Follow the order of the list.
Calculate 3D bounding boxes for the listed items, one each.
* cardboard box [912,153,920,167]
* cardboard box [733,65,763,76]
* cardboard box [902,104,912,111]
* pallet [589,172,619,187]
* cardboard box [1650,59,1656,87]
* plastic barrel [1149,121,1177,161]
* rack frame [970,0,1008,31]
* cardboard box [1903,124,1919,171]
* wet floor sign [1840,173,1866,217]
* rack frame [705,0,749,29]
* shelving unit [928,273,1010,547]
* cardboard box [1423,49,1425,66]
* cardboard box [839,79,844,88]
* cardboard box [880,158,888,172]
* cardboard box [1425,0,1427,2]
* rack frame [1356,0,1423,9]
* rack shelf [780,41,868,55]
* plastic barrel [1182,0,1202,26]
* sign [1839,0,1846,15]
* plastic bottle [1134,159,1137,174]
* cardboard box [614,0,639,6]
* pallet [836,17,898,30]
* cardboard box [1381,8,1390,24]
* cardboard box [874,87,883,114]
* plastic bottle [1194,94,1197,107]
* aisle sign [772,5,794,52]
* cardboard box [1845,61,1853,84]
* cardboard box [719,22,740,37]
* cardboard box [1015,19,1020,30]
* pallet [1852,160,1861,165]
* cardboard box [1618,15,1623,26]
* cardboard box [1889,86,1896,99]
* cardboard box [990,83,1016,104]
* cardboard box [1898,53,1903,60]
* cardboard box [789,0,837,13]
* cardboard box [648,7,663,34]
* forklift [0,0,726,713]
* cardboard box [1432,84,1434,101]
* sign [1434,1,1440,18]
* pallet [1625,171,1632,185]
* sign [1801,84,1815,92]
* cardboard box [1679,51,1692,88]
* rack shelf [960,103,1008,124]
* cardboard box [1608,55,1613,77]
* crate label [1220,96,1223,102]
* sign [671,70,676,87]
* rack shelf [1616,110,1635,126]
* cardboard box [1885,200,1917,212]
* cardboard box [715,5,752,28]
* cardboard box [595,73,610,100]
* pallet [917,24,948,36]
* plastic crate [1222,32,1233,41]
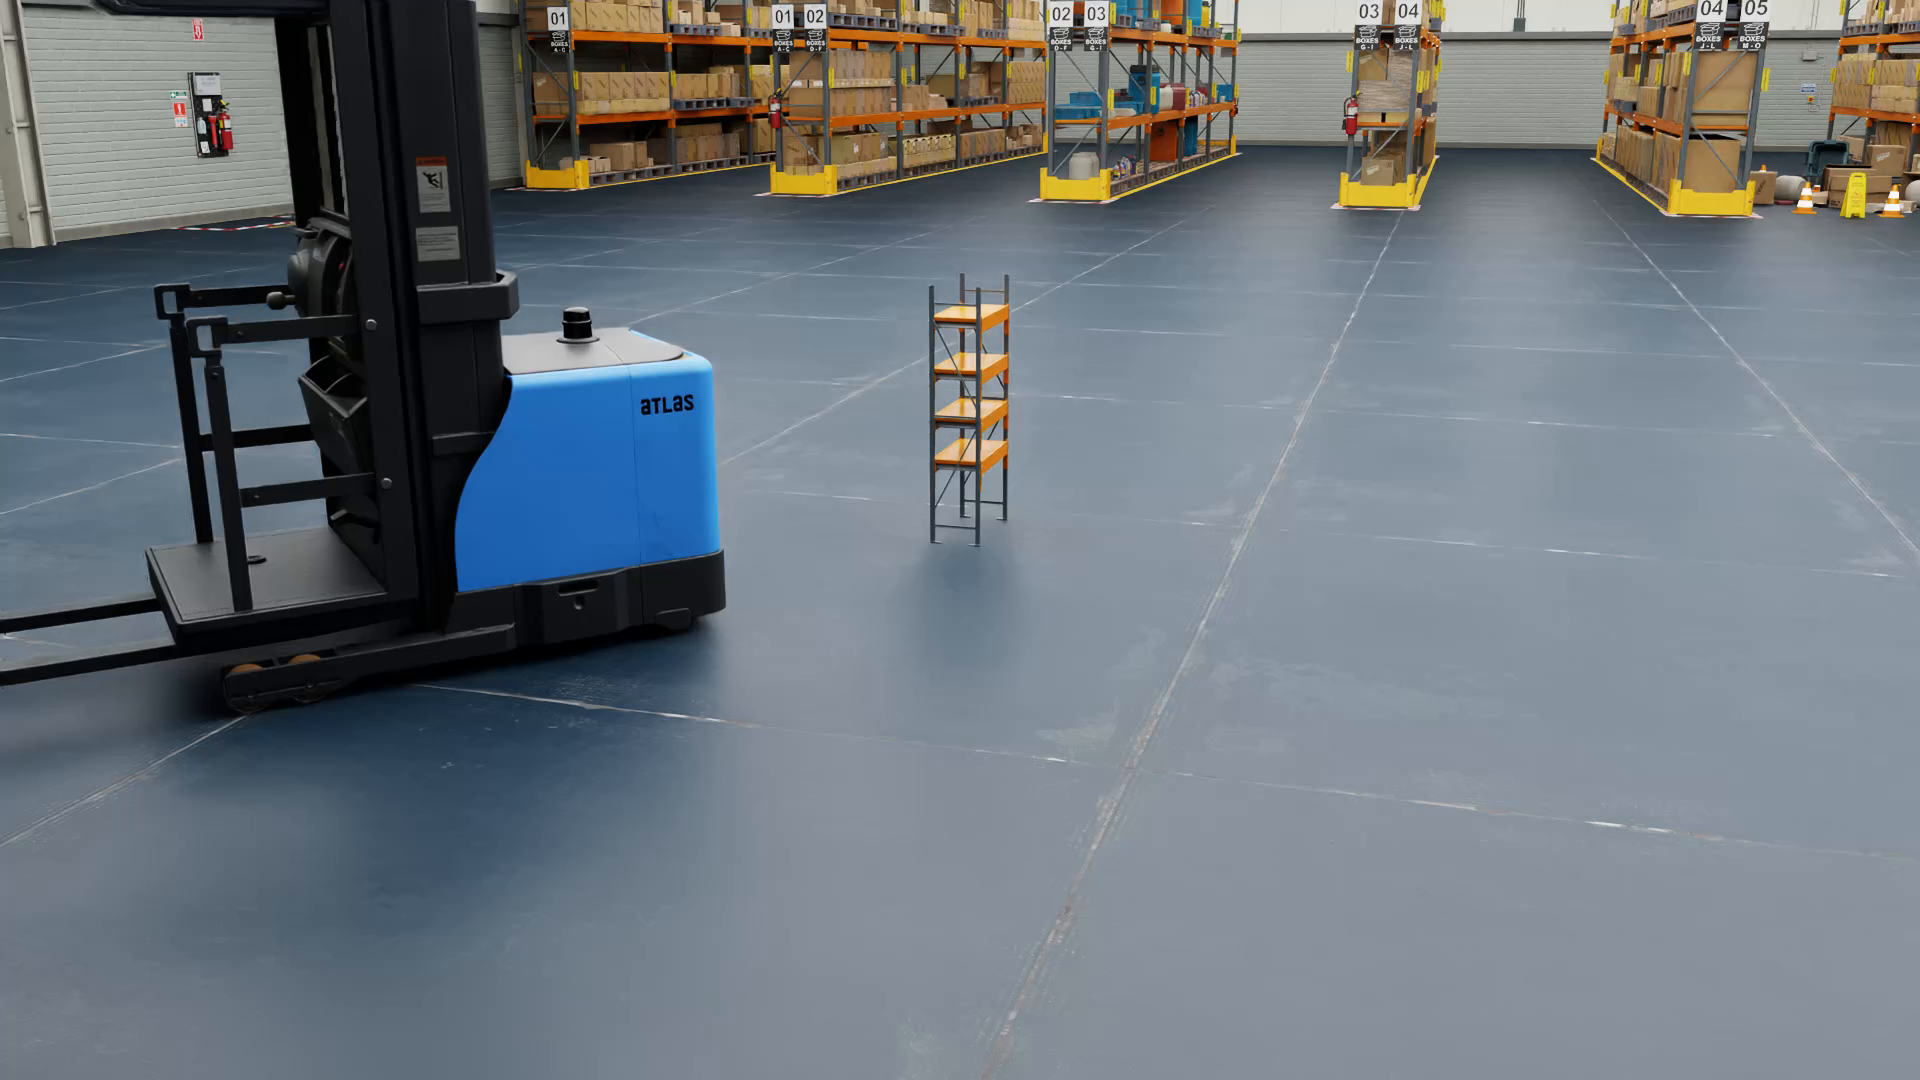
[{"bbox_3d":[-1.134,-7.765,33.977,0.500,0.250,0.500,5,17,17],"label":"cardboard box"},{"bbox_3d":[-4.862,-10.763,38.139,0.500,0.250,0.500,5,17,17],"label":"cardboard box"},{"bbox_3d":[-1.185,-8.761,33.679,0.380,0.149,0.250,5,16,16],"label":"cardboard box"},{"bbox_3d":[-7.233,-6.890,31.735,1.003,0.211,1.213,5,16,16],"label":"pallet"},{"bbox_3d":[13.448,-8.812,31.383,0.700,0.500,0.500,4,16,15],"label":"cardboard box"},{"bbox_3d":[4.375,-8.614,35.910,0.600,0.830,0.708,5,16,16],"label":"plastic barrel"},{"bbox_3d":[0.641,-13.645,39.444,1.000,3.000,0.127,5,16,16],"label":"rack frame"},{"bbox_3d":[18.778,-7.528,31.999,0.875,0.875,0.875,4,16,15],"label":"cardboard box"},{"bbox_3d":[13.345,-5.145,24.786,0.267,0.644,0.232,2,16,6],"label":"wet floor sign"},{"bbox_3d":[-5.246,-12.981,37.105,1.000,3.000,0.127,5,16,16],"label":"rack frame"},{"bbox_3d":[0.047,-0.621,7.818,0.258,1.200,0.503,5,16,16],"label":"shelving unit"},{"bbox_3d":[7.571,-8.037,28.108,0.500,0.500,0.500,5,16,16],"label":"cardboard box"},{"bbox_3d":[-2.307,-8.200,29.869,0.380,0.149,0.250,5,16,16],"label":"cardboard box"},{"bbox_3d":[-1.706,-7.276,32.255,0.500,0.250,0.500,5,16,16],"label":"cardboard box"},{"bbox_3d":[7.408,-9.092,27.246,0.500,0.500,0.500,5,16,16],"label":"cardboard box"},{"bbox_3d":[6.728,-9.736,25.663,1.000,3.000,0.127,5,16,16],"label":"rack frame"},{"bbox_3d":[-3.541,-12.762,43.147,1.077,0.370,4.000,5,16,16],"label":"rack shelf"},{"bbox_3d":[5.051,-11.801,36.754,0.600,0.901,0.708,5,16,16],"label":"plastic barrel"},{"bbox_3d":[20.246,-12.214,38.149,0.100,0.325,0.005,5,16,16],"label":"sign"},{"bbox_3d":[3.295,-7.034,31.302,0.061,0.283,0.133,5,17,19],"label":"plastic bottle"},{"bbox_3d":[-6.549,-10.597,32.143,0.500,0.500,0.500,4,16,14],"label":"cardboard box"},{"bbox_3d":[-1.850,-9.841,31.692,1.003,0.211,1.213,5,16,16],"label":"pallet"},{"bbox_3d":[6.621,-8.367,26.607,0.500,0.250,0.500,5,17,17],"label":"cardboard box"},{"bbox_3d":[-1.896,-8.458,31.970,0.700,0.500,0.500,4,16,15],"label":"cardboard box"},{"bbox_3d":[5.236,-9.862,37.330,0.152,0.276,0.135,5,16,16],"label":"plastic bottle"},{"bbox_3d":[-3.069,-8.875,28.859,0.394,0.787,0.004,5,16,16],"label":"aisle sign"},{"bbox_3d":[20.088,-10.422,37.060,0.500,0.500,0.500,4,16,15],"label":"cardboard box"},{"bbox_3d":[-5.192,-11.296,36.786,0.500,0.311,0.500,5,16,16],"label":"cardboard box"},{"bbox_3d":[1.158,-12.609,40.648,0.500,0.250,0.500,5,16,16],"label":"cardboard box"},{"bbox_3d":[19.930,-8.072,35.902,1.003,0.211,1.213,5,16,16],"label":"pallet"},{"bbox_3d":[15.183,-11.741,37.588,0.500,0.250,0.500,4,16,14],"label":"cardboard box"},{"bbox_3d":[18.812,-8.895,33.051,0.500,0.250,0.500,4,16,14],"label":"cardboard box"},{"bbox_3d":[1.047,-10.919,40.644,0.500,0.500,0.500,5,17,17],"label":"cardboard box"},{"bbox_3d":[20.035,-10.193,35.064,0.380,0.149,0.250,5,17,17],"label":"cardboard box"},{"bbox_3d":[-2.602,-9.531,29.223,0.797,0.503,0.637,6,17,20],"label":"cardboard box"},{"bbox_3d":[-6.290,-10.397,33.273,0.500,0.500,0.500,5,17,17],"label":"cardboard box"},{"bbox_3d":[-2.465,-0.978,5.905,3.031,2.935,1.130,-9,18,-29],"label":"forklift"},{"bbox_3d":[10.267,-9.894,37.031,0.500,0.500,0.500,5,16,16],"label":"cardboard box"},{"bbox_3d":[9.521,-10.592,33.231,0.100,0.325,0.005,5,16,16],"label":"sign"},{"bbox_3d":[13.432,-6.990,32.086,1.003,0.211,1.213,5,16,16],"label":"pallet"},{"bbox_3d":[22.327,-11.894,43.771,0.327,0.218,0.001,5,16,16],"label":"sign"},{"bbox_3d":[11.665,-7.275,25.729,0.875,0.550,0.550,5,16,16],"label":"cardboard box"},{"bbox_3d":[0.073,-9.889,38.516,1.077,0.370,4.000,5,16,16],"label":"rack shelf"},{"bbox_3d":[15.619,-11.200,39.259,0.500,0.500,0.500,5,16,16],"label":"cardboard box"},{"bbox_3d":[6.316,-10.945,41.293,0.396,0.136,0.243,5,16,16],"label":"crate label"},{"bbox_3d":[-5.861,-9.425,33.975,0.100,0.325,0.005,5,16,16],"label":"sign"},{"bbox_3d":[14.296,-8.709,34.355,1.077,0.370,4.000,5,16,16],"label":"rack shelf"},{"bbox_3d":[14.665,-5.209,25.922,0.250,0.149,0.380,-15,21,-41],"label":"cardboard box"},{"bbox_3d":[-5.166,-11.927,37.895,0.700,0.500,0.500,3,16,12],"label":"cardboard box"},{"bbox_3d":[-6.946,-8.530,31.271,0.500,0.500,0.500,5,16,16],"label":"cardboard box"},{"bbox_3d":[-0.918,-10.587,34.507,1.003,0.211,1.213,5,17,18],"label":"pallet"},{"bbox_3d":[6.519,-12.481,41.226,0.450,0.188,0.336,5,16,16],"label":"plastic crate"}]
